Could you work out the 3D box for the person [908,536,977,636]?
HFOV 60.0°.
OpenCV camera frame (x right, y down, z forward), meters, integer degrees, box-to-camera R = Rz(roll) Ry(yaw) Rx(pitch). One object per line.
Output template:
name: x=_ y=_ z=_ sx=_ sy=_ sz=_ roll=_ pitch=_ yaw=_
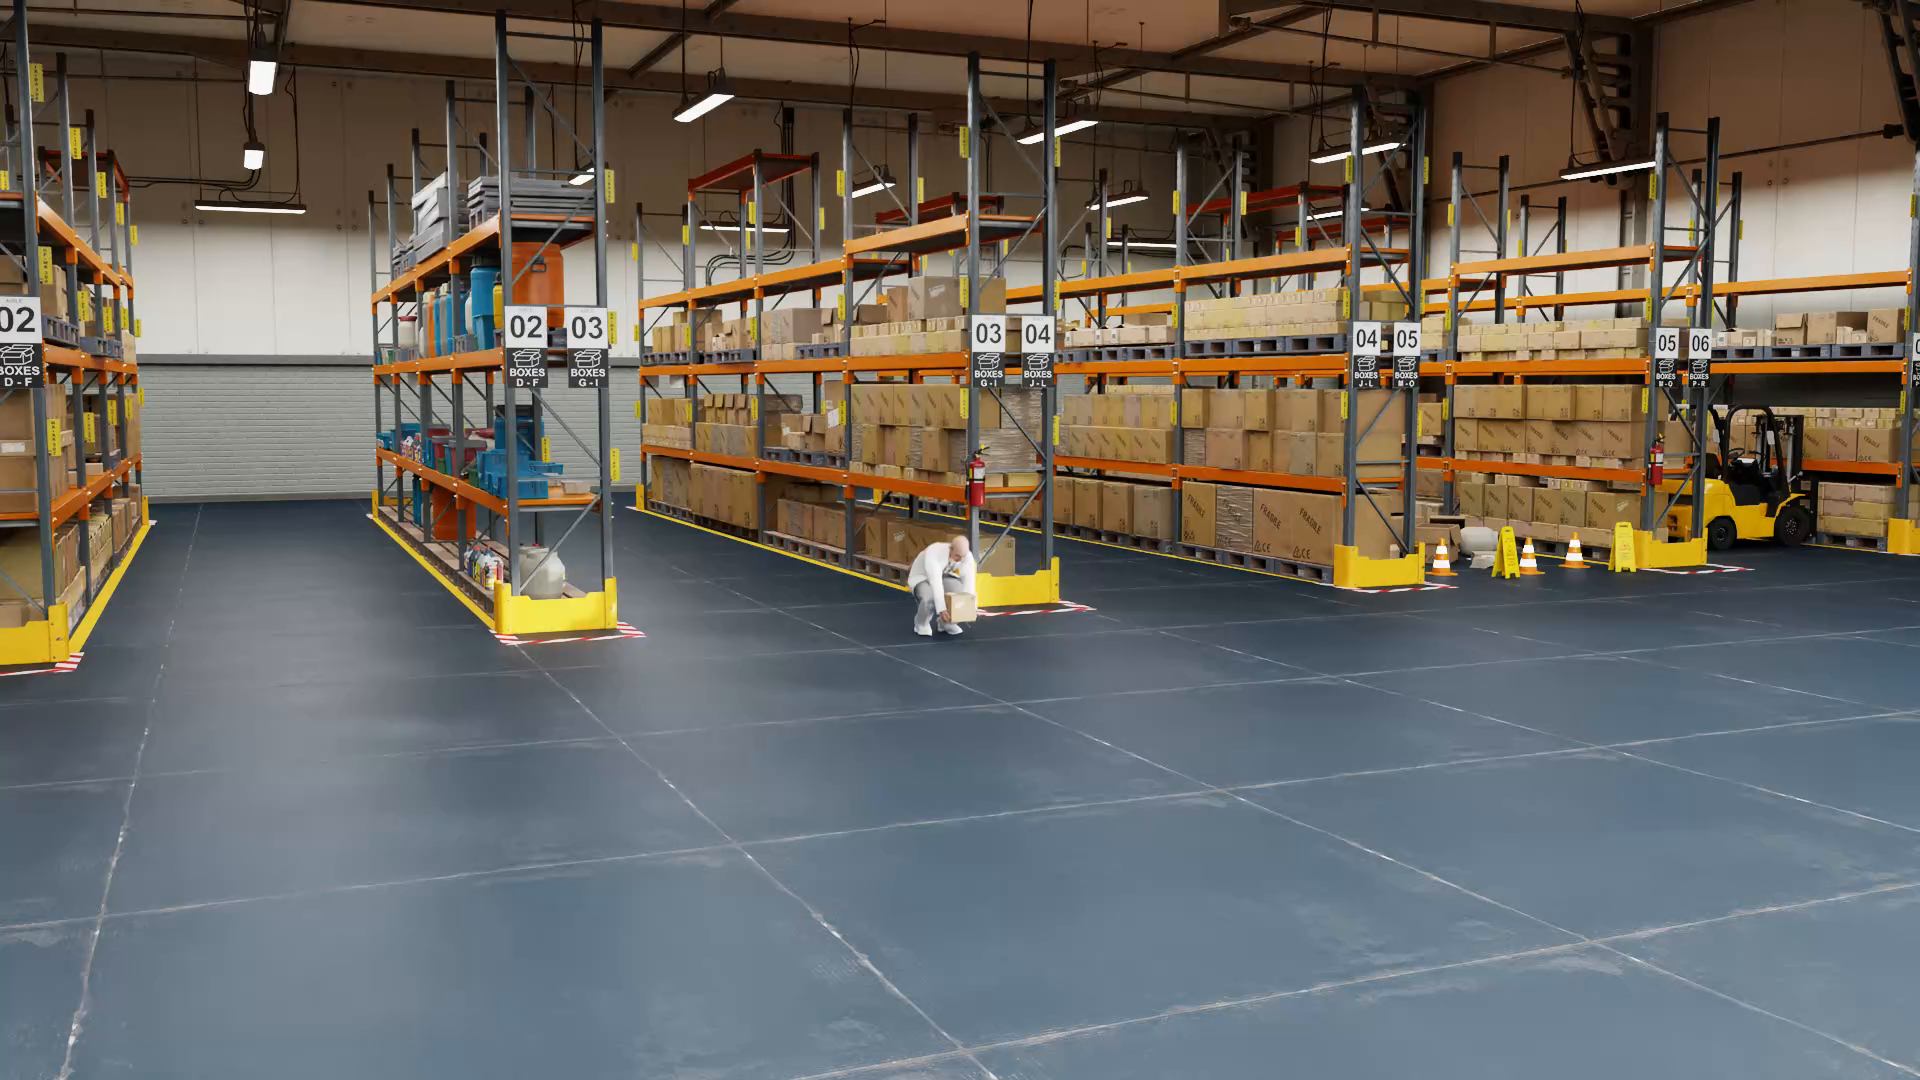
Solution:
person: x=-0.170 y=0.447 z=16.192 sx=0.579 sy=0.983 sz=0.932 roll=-2 pitch=6 yaw=-25
